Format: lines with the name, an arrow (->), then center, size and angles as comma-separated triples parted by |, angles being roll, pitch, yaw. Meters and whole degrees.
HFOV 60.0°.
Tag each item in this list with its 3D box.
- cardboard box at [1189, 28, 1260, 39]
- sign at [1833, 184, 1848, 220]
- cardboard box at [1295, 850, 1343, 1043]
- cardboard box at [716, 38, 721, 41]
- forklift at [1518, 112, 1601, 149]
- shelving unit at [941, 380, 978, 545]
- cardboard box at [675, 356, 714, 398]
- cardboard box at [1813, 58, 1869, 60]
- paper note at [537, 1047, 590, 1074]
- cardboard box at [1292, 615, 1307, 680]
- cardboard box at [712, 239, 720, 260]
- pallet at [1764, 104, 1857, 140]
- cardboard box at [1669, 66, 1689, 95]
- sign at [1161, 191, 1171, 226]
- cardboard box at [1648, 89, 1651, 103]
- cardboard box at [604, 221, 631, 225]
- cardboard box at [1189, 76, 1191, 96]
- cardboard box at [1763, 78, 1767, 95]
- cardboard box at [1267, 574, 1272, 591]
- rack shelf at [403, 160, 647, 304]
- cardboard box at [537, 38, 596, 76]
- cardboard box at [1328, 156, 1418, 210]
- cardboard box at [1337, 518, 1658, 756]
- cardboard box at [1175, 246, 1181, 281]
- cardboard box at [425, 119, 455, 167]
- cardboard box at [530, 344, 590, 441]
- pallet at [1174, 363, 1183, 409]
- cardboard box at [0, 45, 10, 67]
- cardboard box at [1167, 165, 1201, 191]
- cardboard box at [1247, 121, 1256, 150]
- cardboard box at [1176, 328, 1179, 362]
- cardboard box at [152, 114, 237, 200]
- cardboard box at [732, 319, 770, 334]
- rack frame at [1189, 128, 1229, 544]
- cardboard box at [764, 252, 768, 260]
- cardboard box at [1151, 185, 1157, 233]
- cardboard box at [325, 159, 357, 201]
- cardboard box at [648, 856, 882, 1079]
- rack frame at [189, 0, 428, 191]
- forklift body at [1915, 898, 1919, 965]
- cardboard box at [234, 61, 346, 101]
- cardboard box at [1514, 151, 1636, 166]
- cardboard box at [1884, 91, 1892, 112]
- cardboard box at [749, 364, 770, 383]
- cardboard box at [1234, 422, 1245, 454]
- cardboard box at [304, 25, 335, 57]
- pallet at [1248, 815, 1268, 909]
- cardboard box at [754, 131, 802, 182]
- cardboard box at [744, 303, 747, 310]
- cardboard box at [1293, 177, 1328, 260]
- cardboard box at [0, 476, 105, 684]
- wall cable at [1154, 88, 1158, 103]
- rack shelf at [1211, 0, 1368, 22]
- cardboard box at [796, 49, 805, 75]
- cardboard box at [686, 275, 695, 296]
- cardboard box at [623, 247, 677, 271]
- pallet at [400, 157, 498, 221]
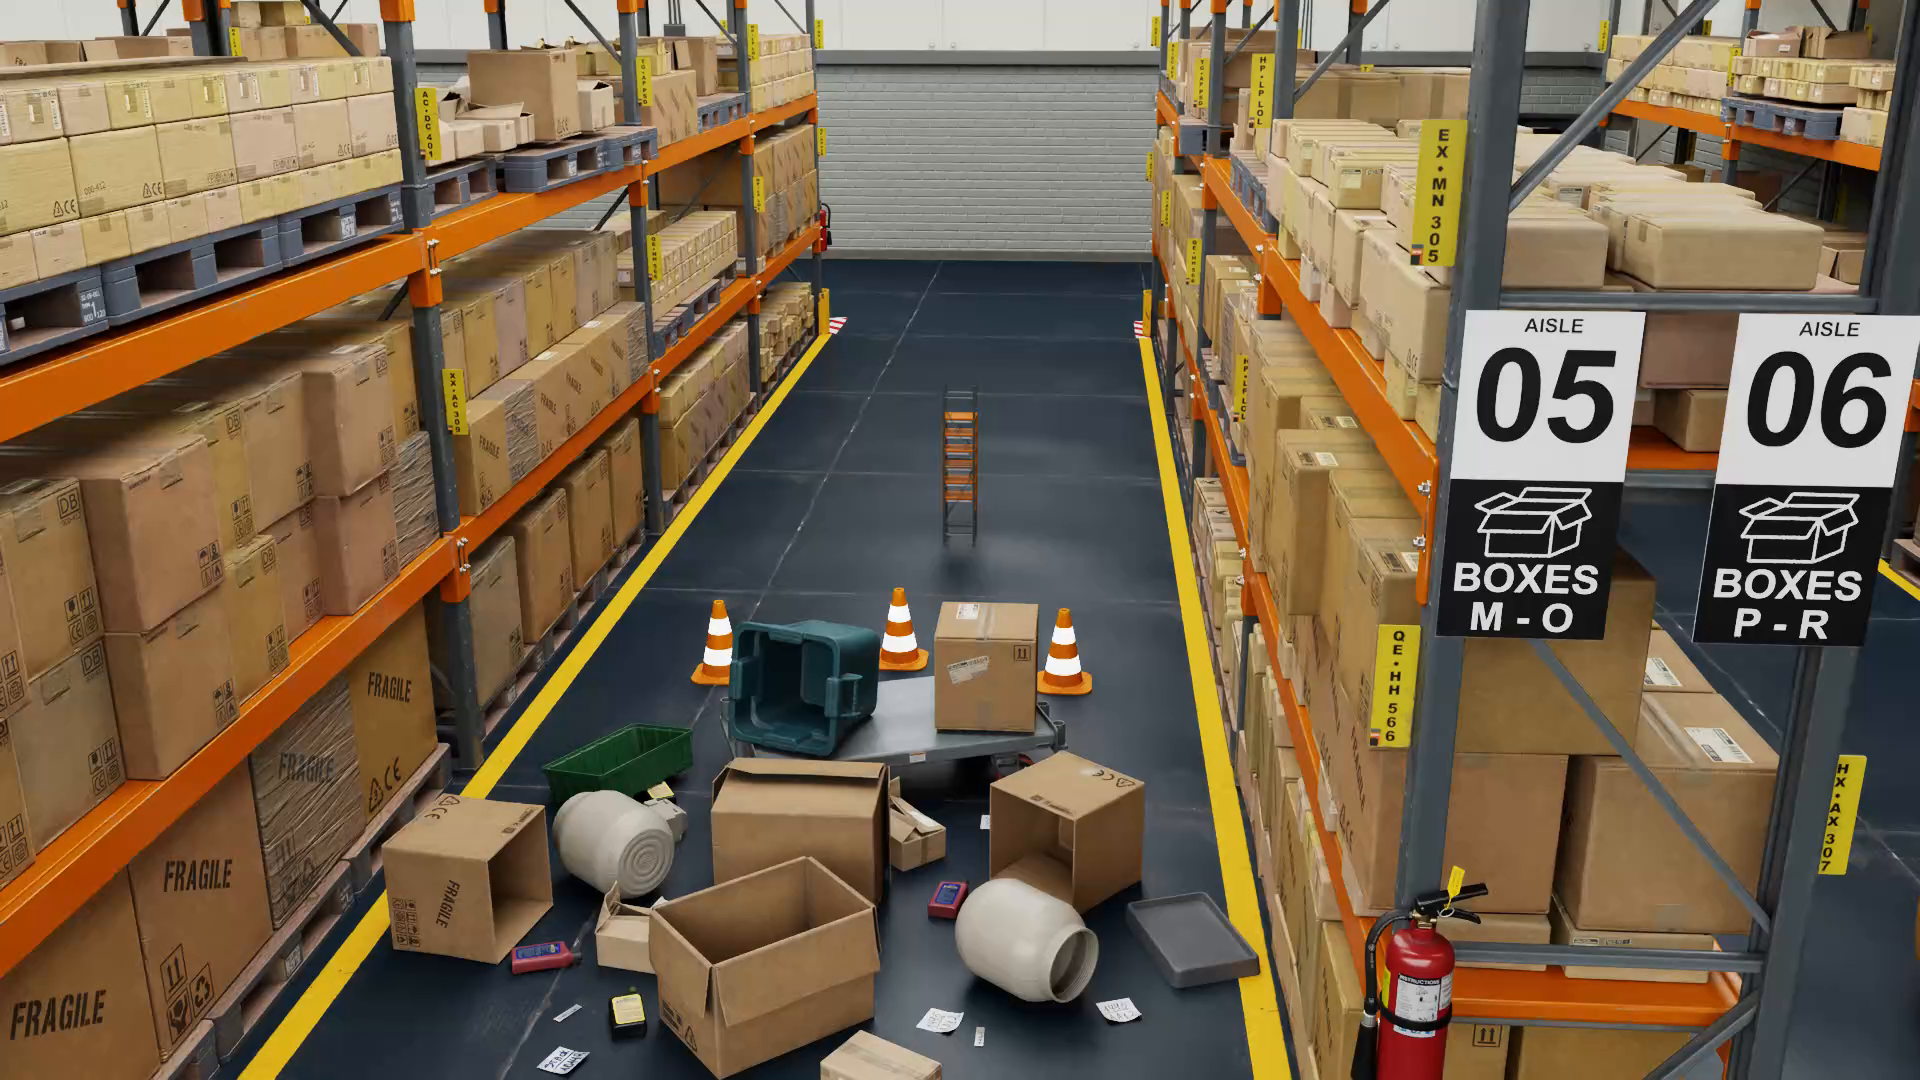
cardboard box -> 2.556, -4.785, 16.390 | 0.797, 0.503, 0.637 | 3, 18, 8
sign -> 7.996, -3.073, 15.125 | 0.100, 0.325, 0.005 | 1, 18, 4
cardboard box -> 1.462, 1.417, 5.818 | 0.500, 0.500, 0.500 | 2, 18, 6
cardboard box -> -2.637, -5.010, 16.875 | 0.380, 0.149, 0.250 | 1, 18, 4
forklift -> 4.825, -2.004, 13.831 | 1.130, 2.935, 3.031 | 1, 18, 4
shelving unit -> -0.001, -0.566, 12.222 | 0.258, 1.200, 0.189 | 1, 18, 4
cardboard box -> -2.365, -1.368, 13.917 | 0.500, 0.250, 0.500 | 1, 18, 4
cardboard box -> 7.541, -4.053, 14.247 | 0.380, 0.149, 0.250 | 1, 18, 4
paper note -> -1.511, 1.980, 6.335 | 0.144, 0.017, 0.142 | 8, 20, 23
cardboard box -> 1.530, 0.252, 6.199 | 0.500, 0.500, 0.500 | 1, 18, 5
cardboard box -> -2.339, -2.573, 14.708 | 0.380, 0.149, 0.250 | 1, 18, 2
pallet -> 7.254, -3.347, 13.305 | 1.213, 0.211, 1.003 | 1, 18, 4
cardboard box -> 7.302, -4.506, 16.302 | 0.500, 0.250, 0.500 | 2, 18, 5
sign -> 1.937, -3.105, 15.563 | 0.100, 0.325, 0.005 | 1, 18, 4
cardboard box -> 7.358, -4.593, 17.208 | 0.380, 0.149, 0.250 | 1, 18, 3
cardboard box -> -2.996, -2.730, 14.711 | 0.380, 0.149, 0.250 | 1, 18, 3
cardboard box -> 1.954, -3.398, 12.700 | 0.396, 0.266, 0.258 | 1, 18, 3
cardboard box -> 7.051, -3.843, 14.085 | 0.380, 0.149, 0.250 | 1, 18, 4
cardboard box -> 1.609, 0.131, 7.611 | 0.380, 0.149, 0.250 | 2, 18, 6
rack shelf -> -2.884, -1.943, 9.873 | 1.077, 0.370, 4.000 | 1, 18, 4
cardboard box -> -2.948, -3.608, 12.411 | 0.396, 0.266, 0.258 | 1, 18, 4
cardboard box -> 1.437, -1.190, 5.544 | 0.380, 0.149, 0.250 | 2, 18, 5
cardboard box -> 1.450, 0.256, 4.581 | 0.700, 0.500, 0.500 | 1, 18, 3
cardboard box -> 2.106, -2.361, 14.249 | 0.500, 0.250, 0.500 | 2, 18, 5
cardboard box -> -2.735, -2.029, 8.361 | 0.258, 0.266, 0.396 | 1, 18, 3
cardboard box -> -2.610, -0.913, 10.231 | 0.500, 0.500, 0.500 | 2, 18, 5
pallet -> 2.624, -1.553, 16.824 | 1.003, 0.211, 1.213 | 1, 18, 4
cardboard box -> -7.708, -3.488, 12.592 | 0.797, 0.503, 0.637 | 2, 18, 7
cardboard box -> 2.250, -3.319, 15.969 | 0.500, 0.500, 0.500 | 1, 18, 3
cardboard box -> 2.123, -2.402, 9.952 | 0.797, 0.503, 0.637 | 1, 18, 4
cardboard box -> 2.707, -2.096, 17.444 | 0.875, 0.438, 0.875 | 1, 18, 2
cardboard box -> -2.916, -1.353, 5.845 | 0.500, 0.250, 0.500 | 1, 18, 4
cardboard box -> -2.178, -2.198, 17.263 | 0.380, 0.149, 0.250 | 1, 18, 2
rack frame -> 2.204, -1.401, 11.883 | 1.000, 3.000, 0.127 | 1, 18, 4
cardboard box -> -2.170, -2.934, 16.964 | 0.380, 0.149, 0.250 | 0, 18, 1
cardboard box -> 2.457, -3.791, 19.014 | 0.500, 0.500, 0.500 | 1, 18, 3
cardboard box -> -2.769, -1.513, 6.973 | 0.380, 0.149, 0.250 | 2, 18, 5
cardboard box -> -0.768, 1.667, 6.526 | 0.797, 0.503, 0.637 | -13, 22, -34
rack frame -> -3.027, -3.089, 7.399 | 1.000, 3.000, 0.127 | 1, 18, 4
forklift body -> 4.898, 0.967, 6.019 | 2.313, 2.155, 1.214 | 1, 18, 4
cardboard box -> -2.772, -1.893, 6.854 | 0.380, 0.149, 0.250 | 1, 18, 4
cardboard box -> 2.097, -1.257, 5.748 | 0.380, 0.149, 0.250 | 2, 18, 5
cardboard box -> 6.998, -3.190, 12.125 | 0.380, 0.149, 0.250 | 1, 18, 4
cardboard box -> -2.107, -1.674, 16.617 | 0.380, 0.149, 0.250 | 0, 18, 2
cardboard box -> 1.698, -0.568, 9.067 | 0.380, 0.149, 0.250 | 1, 18, 3
cardboard box -> -7.240, -5.331, 18.062 | 0.700, 0.500, 0.500 | 0, 18, 0
pallet -> 1.905, 1.375, 7.887 | 1.003, 0.211, 1.213 | 1, 18, 4
cardboard box -> -2.016, -4.162, 18.065 | 0.500, 0.500, 0.500 | 2, 18, 7
cardboard box -> -2.553, -2.609, 18.517 | 0.380, 0.149, 0.250 | 2, 18, 6
cardboard box -> 1.536, -1.208, 6.240 | 0.500, 0.250, 0.500 | 1, 18, 4
cardboard box -> -3.301, 0.132, 5.227 | 0.875, 0.550, 0.550 | 1, 18, 4
wall cable -> 3.159, -6.136, 24.649 | 0.585, 1.953, 0.123 | 1, 18, 4
rack shelf -> 2.061, -3.099, 9.227 | 1.077, 0.370, 4.000 | 1, 18, 4
cardboard box -> -1.981, -5.249, 18.247 | 0.500, 0.250, 0.500 | 1, 18, 2
cardboard box -> -2.414, -2.107, 13.765 | 0.380, 0.149, 0.250 | 2, 18, 5
cardboard box -> -2.456, -2.224, 13.168 | 0.380, 0.149, 0.250 | 1, 18, 2
pallet -> -3.010, -1.859, 8.768 | 0.805, 0.209, 1.217 | 1, 18, 2
